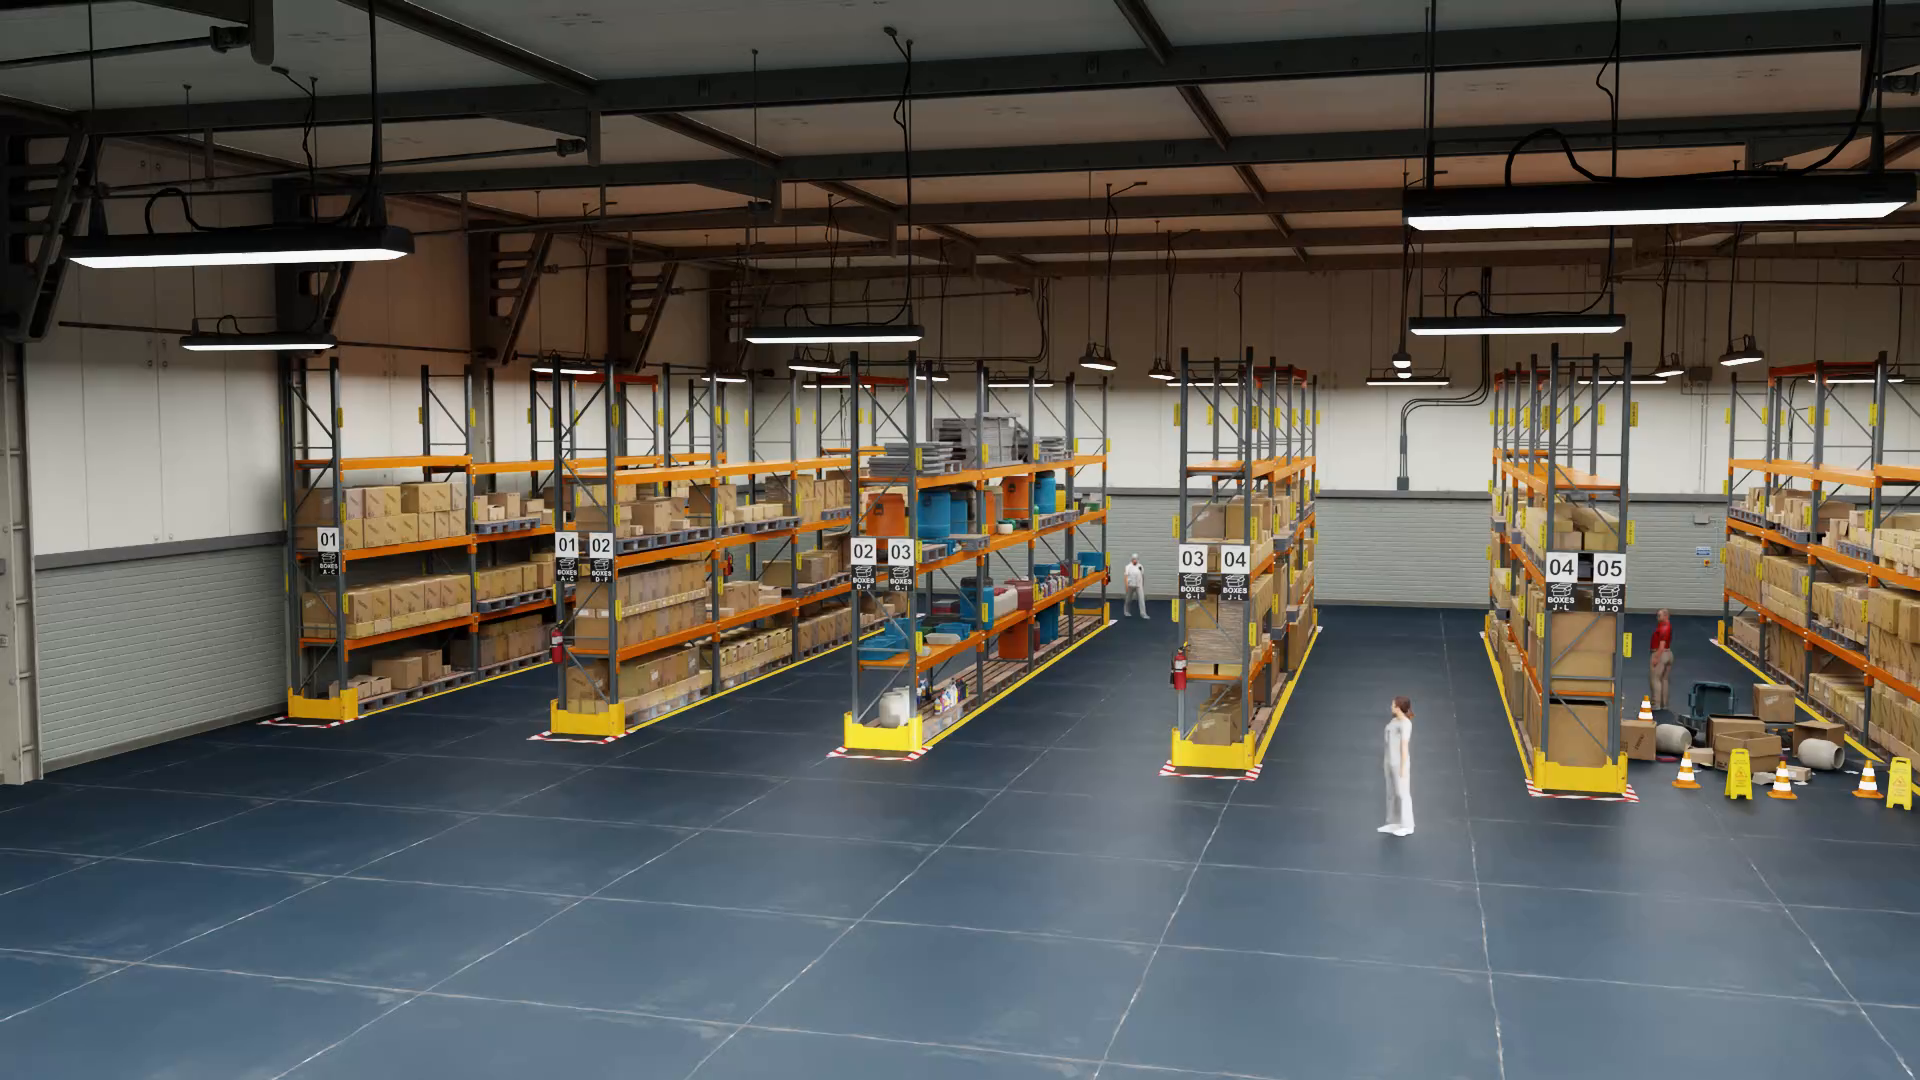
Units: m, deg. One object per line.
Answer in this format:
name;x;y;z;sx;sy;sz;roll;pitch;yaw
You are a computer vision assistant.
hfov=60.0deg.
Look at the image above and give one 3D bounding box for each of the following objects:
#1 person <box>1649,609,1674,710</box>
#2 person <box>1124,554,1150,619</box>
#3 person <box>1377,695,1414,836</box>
person;12.020;2.053;28.569;0.623;1.741;0.417;-3;5;-40
person;4.383;1.140;41.437;0.572;1.596;1.024;-1;4;-15
person;5.263;2.707;19.997;0.373;1.703;0.469;-1;4;-11
